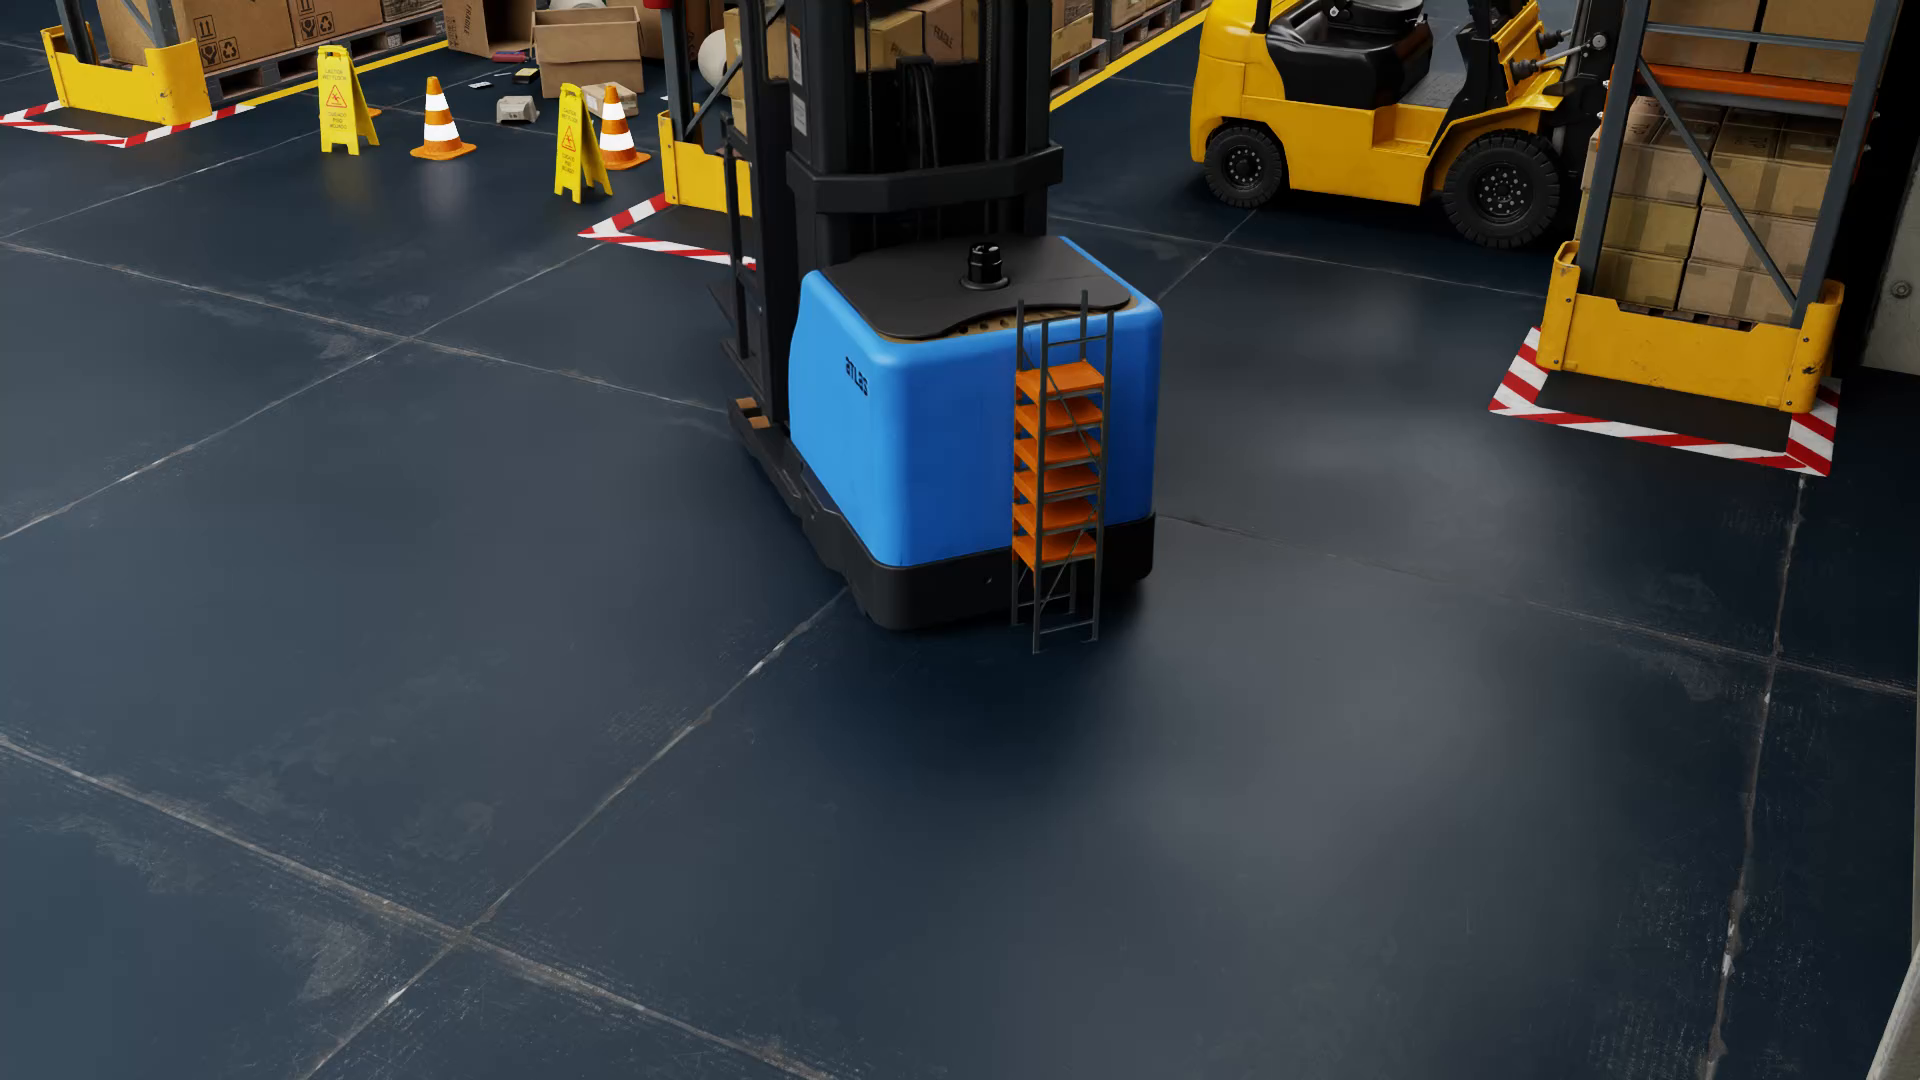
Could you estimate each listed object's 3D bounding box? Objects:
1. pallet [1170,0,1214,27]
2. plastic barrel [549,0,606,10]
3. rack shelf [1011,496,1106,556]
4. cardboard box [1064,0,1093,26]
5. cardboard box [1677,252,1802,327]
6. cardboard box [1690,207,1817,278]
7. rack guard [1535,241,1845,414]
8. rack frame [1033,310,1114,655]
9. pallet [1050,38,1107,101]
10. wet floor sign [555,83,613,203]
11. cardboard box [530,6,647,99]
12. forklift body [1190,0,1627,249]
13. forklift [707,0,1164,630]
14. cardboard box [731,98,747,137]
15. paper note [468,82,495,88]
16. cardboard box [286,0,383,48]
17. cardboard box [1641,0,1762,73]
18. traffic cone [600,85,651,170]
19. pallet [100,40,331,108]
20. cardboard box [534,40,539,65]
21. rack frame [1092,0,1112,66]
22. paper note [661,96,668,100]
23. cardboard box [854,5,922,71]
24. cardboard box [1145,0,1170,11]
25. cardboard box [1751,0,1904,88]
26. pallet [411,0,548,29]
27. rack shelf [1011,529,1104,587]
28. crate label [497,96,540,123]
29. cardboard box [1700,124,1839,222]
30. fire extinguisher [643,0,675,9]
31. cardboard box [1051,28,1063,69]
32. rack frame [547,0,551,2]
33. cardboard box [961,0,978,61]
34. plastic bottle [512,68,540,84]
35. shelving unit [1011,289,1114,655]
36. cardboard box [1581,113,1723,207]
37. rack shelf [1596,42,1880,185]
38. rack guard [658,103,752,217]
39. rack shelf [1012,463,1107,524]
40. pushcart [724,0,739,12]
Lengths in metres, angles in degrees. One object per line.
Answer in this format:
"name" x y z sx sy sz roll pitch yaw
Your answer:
"pallet" 1.553 -4.633 14.105 1.003 0.211 1.213 14 33 23
"plastic barrel" -2.959 -4.064 12.901 0.421 0.421 0.512 -12 32 -20
"rack shelf" 0.323 -0.057 5.475 0.258 0.103 0.180 -11 32 -19
"cardboard box" 0.615 -3.945 11.695 0.500 0.500 0.500 14 33 23
"cardboard box" 3.641 -1.219 7.700 0.500 0.250 0.500 14 33 23
"cardboard box" 3.643 -1.424 7.555 0.500 0.250 0.500 15 33 24
"rack guard" 3.233 -0.961 7.422 1.175 0.500 0.348 14 33 23
"rack frame" 0.357 -0.158 5.319 0.240 1.200 0.006 -11 32 -19
"pallet" 0.371 -3.439 12.026 1.003 0.211 1.213 14 33 23
"wet floor sign" -2.216 -2.318 9.638 0.232 0.644 0.267 -25 38 -36
"cardboard box" -2.631 -3.451 11.754 0.797 0.503 0.637 -7 31 -11
"forklift body" 2.483 -2.942 9.214 2.313 2.155 1.214 14 33 23
"forklift" -0.334 -1.686 6.242 1.130 2.935 3.031 -11 32 -19
"cardboard box" -1.037 -2.600 10.105 0.500 0.250 0.500 14 33 23
"paper note" -3.423 -3.262 11.901 0.142 0.017 0.144 -25 38 -36
"cardboard box" -4.980 -4.225 12.308 0.875 0.875 0.875 14 33 23
"cardboard box" 3.234 -2.377 7.277 0.500 0.500 0.500 14 33 22
"traffic cone" -2.129 -2.563 10.249 0.336 0.463 0.334 14 33 23
"pallet" -5.335 -3.421 11.996 1.003 0.211 1.213 14 33 23
"cardboard box" -2.951 -3.666 12.368 0.396 0.266 0.258 21 36 32
"rack frame" 0.645 -4.954 11.864 1.000 3.000 0.127 14 33 23
"paper note" -1.998 -3.101 11.631 0.142 0.019 0.148 -25 38 -36
"cardboard box" -0.553 -2.801 9.701 0.500 0.500 0.500 13 32 22
"cardboard box" 1.206 -4.549 13.376 0.950 0.372 0.625 16 34 26
"cardboard box" 3.716 -2.256 7.066 0.500 0.500 0.500 15 33 25
"pallet" -4.223 -4.503 13.880 1.003 0.211 1.213 14 33 23
"rack shelf" 0.323 0.047 5.535 0.258 0.103 0.180 -11 32 -19
"crate label" -2.970 -2.886 11.138 0.250 0.136 0.298 -1 30 -3
"cardboard box" 3.631 -1.649 7.445 0.500 0.250 0.500 14 33 23
"fire extinguisher" -1.639 -3.201 8.889 0.296 0.674 0.183 14 33 23
"cardboard box" 0.382 -3.382 11.466 0.500 0.250 0.500 13 32 22
"rack frame" -3.807 -6.032 13.741 1.000 3.000 0.127 14 33 23
"cardboard box" -0.083 -3.254 10.491 0.500 0.500 0.500 15 33 24
"plastic bottle" -3.137 -3.375 12.066 0.133 0.061 0.283 4 30 6
"shelving unit" 0.323 -0.200 5.393 0.258 1.200 0.189 -11 32 -19
"cardboard box" 3.176 -1.754 7.628 0.500 0.250 0.500 15 33 25
"rack shelf" 4.155 -2.631 8.541 1.077 0.370 4.000 14 33 23
"rack guard" -1.142 -2.130 9.457 1.175 0.500 0.348 14 33 23
"rack shelf" 0.323 -0.161 5.415 0.258 0.103 0.180 -11 32 -19
"pushcart" -1.407 -4.311 13.379 1.648 0.377 0.936 4 30 6
